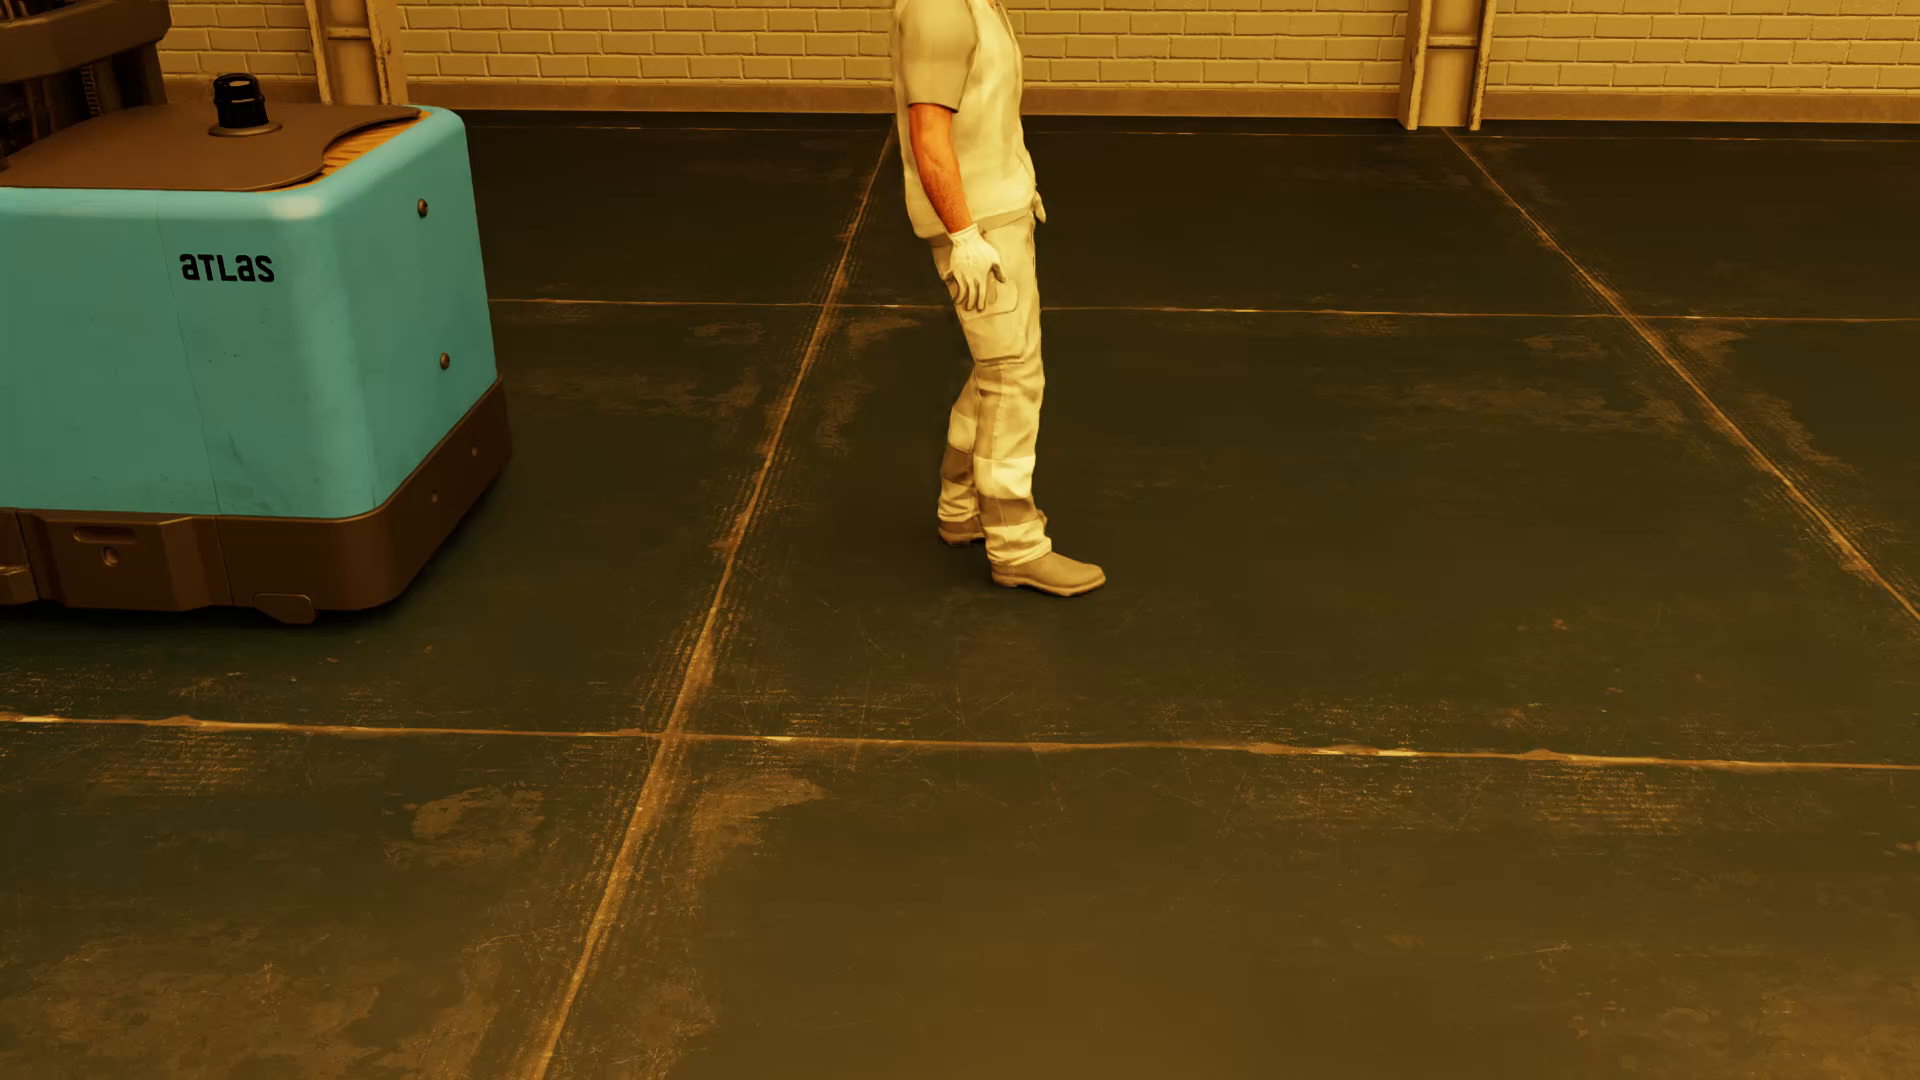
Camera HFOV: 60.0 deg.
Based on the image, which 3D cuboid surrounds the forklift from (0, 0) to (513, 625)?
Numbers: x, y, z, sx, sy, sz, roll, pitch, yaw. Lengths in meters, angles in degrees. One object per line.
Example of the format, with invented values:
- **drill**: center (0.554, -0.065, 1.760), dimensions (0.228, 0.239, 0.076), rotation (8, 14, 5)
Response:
- **forklift**: center (-2.851, -1.358, 3.960), dimensions (3.031, 2.935, 1.130), rotation (2, 26, 4)

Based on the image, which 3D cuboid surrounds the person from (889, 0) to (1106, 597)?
- **person**: center (0.125, -0.794, 4.134), dimensions (0.566, 1.777, 0.666), rotation (3, 26, 7)
